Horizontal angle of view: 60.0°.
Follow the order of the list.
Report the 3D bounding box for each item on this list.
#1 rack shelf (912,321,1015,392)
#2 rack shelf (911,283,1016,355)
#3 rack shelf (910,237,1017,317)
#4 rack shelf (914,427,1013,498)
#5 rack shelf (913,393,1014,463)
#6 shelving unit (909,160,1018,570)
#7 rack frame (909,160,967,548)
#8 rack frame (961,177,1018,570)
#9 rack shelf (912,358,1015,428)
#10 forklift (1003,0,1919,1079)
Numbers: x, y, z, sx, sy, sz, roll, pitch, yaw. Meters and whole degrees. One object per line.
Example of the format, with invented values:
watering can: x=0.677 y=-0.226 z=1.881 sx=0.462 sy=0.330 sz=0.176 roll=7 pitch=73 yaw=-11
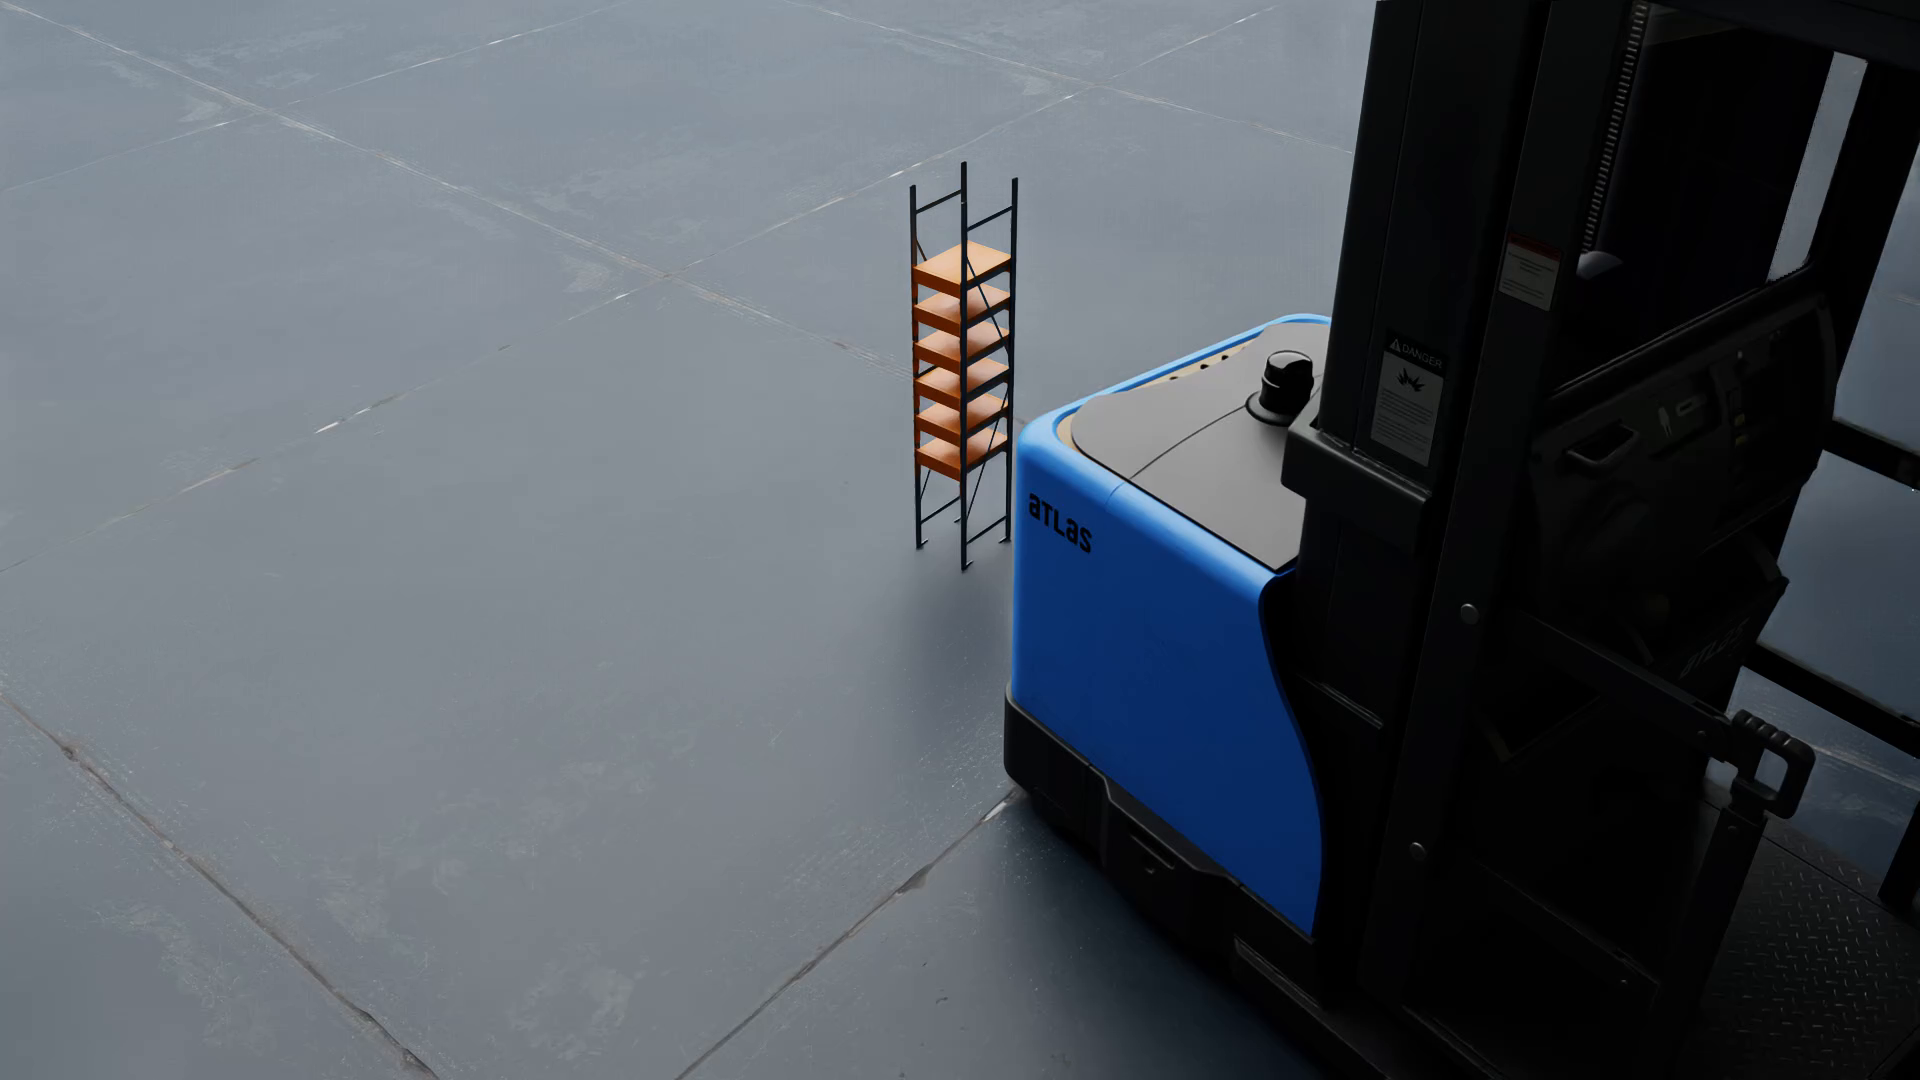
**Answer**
rack shelf: x=0.011 y=-0.552 z=4.860 sx=0.180 sy=0.103 sz=0.258 roll=25 pitch=42 yaw=32
rack shelf: x=0.011 y=-0.651 z=4.792 sx=0.180 sy=0.103 sz=0.258 roll=25 pitch=42 yaw=32
rack shelf: x=0.011 y=-0.749 z=4.724 sx=0.180 sy=0.103 sz=0.258 roll=25 pitch=42 yaw=32
rack shelf: x=0.011 y=-0.255 z=5.064 sx=0.180 sy=0.103 sz=0.258 roll=25 pitch=42 yaw=32
rack shelf: x=0.011 y=-0.354 z=4.996 sx=0.180 sy=0.103 sz=0.258 roll=25 pitch=42 yaw=32
shelving unit: x=0.011 y=-0.489 z=4.903 sx=0.189 sy=1.200 sz=0.258 roll=25 pitch=42 yaw=32
rack frame: x=-0.059 y=-0.522 z=4.951 sx=0.006 sy=1.200 sz=0.240 roll=25 pitch=42 yaw=32
rack frame: x=0.081 y=-0.456 z=4.854 sx=0.006 sy=1.200 sz=0.240 roll=25 pitch=42 yaw=32
rack shelf: x=0.011 y=-0.453 z=4.928 sx=0.180 sy=0.103 sz=0.258 roll=25 pitch=42 yaw=32
forklift: x=1.418 y=-0.096 z=2.801 sx=1.130 sy=2.935 sz=3.031 roll=-24 pitch=41 yaw=-31
